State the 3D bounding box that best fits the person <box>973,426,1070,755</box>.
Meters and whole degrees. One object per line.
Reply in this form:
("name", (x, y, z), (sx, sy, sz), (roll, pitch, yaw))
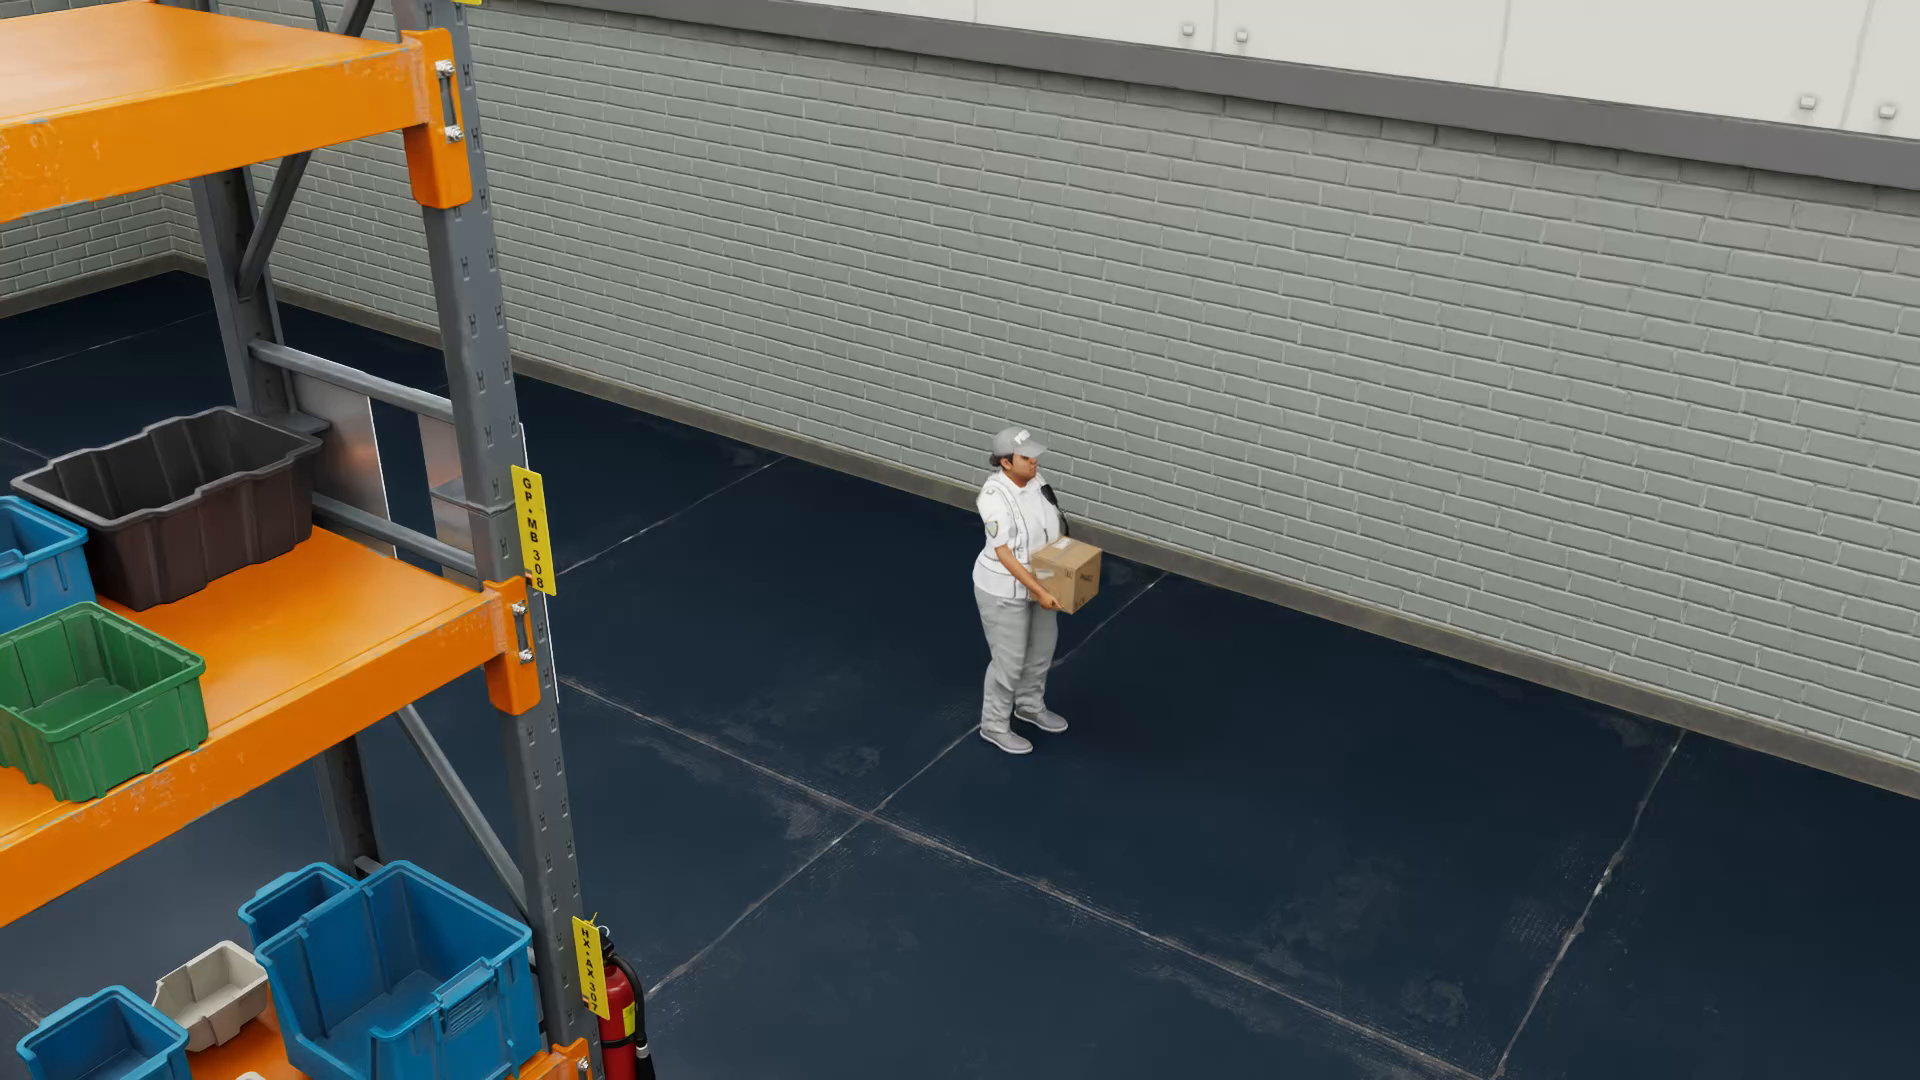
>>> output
("person", (0.349, 0.248, 8.132), (0.535, 1.660, 0.456), (18, 32, 32))
